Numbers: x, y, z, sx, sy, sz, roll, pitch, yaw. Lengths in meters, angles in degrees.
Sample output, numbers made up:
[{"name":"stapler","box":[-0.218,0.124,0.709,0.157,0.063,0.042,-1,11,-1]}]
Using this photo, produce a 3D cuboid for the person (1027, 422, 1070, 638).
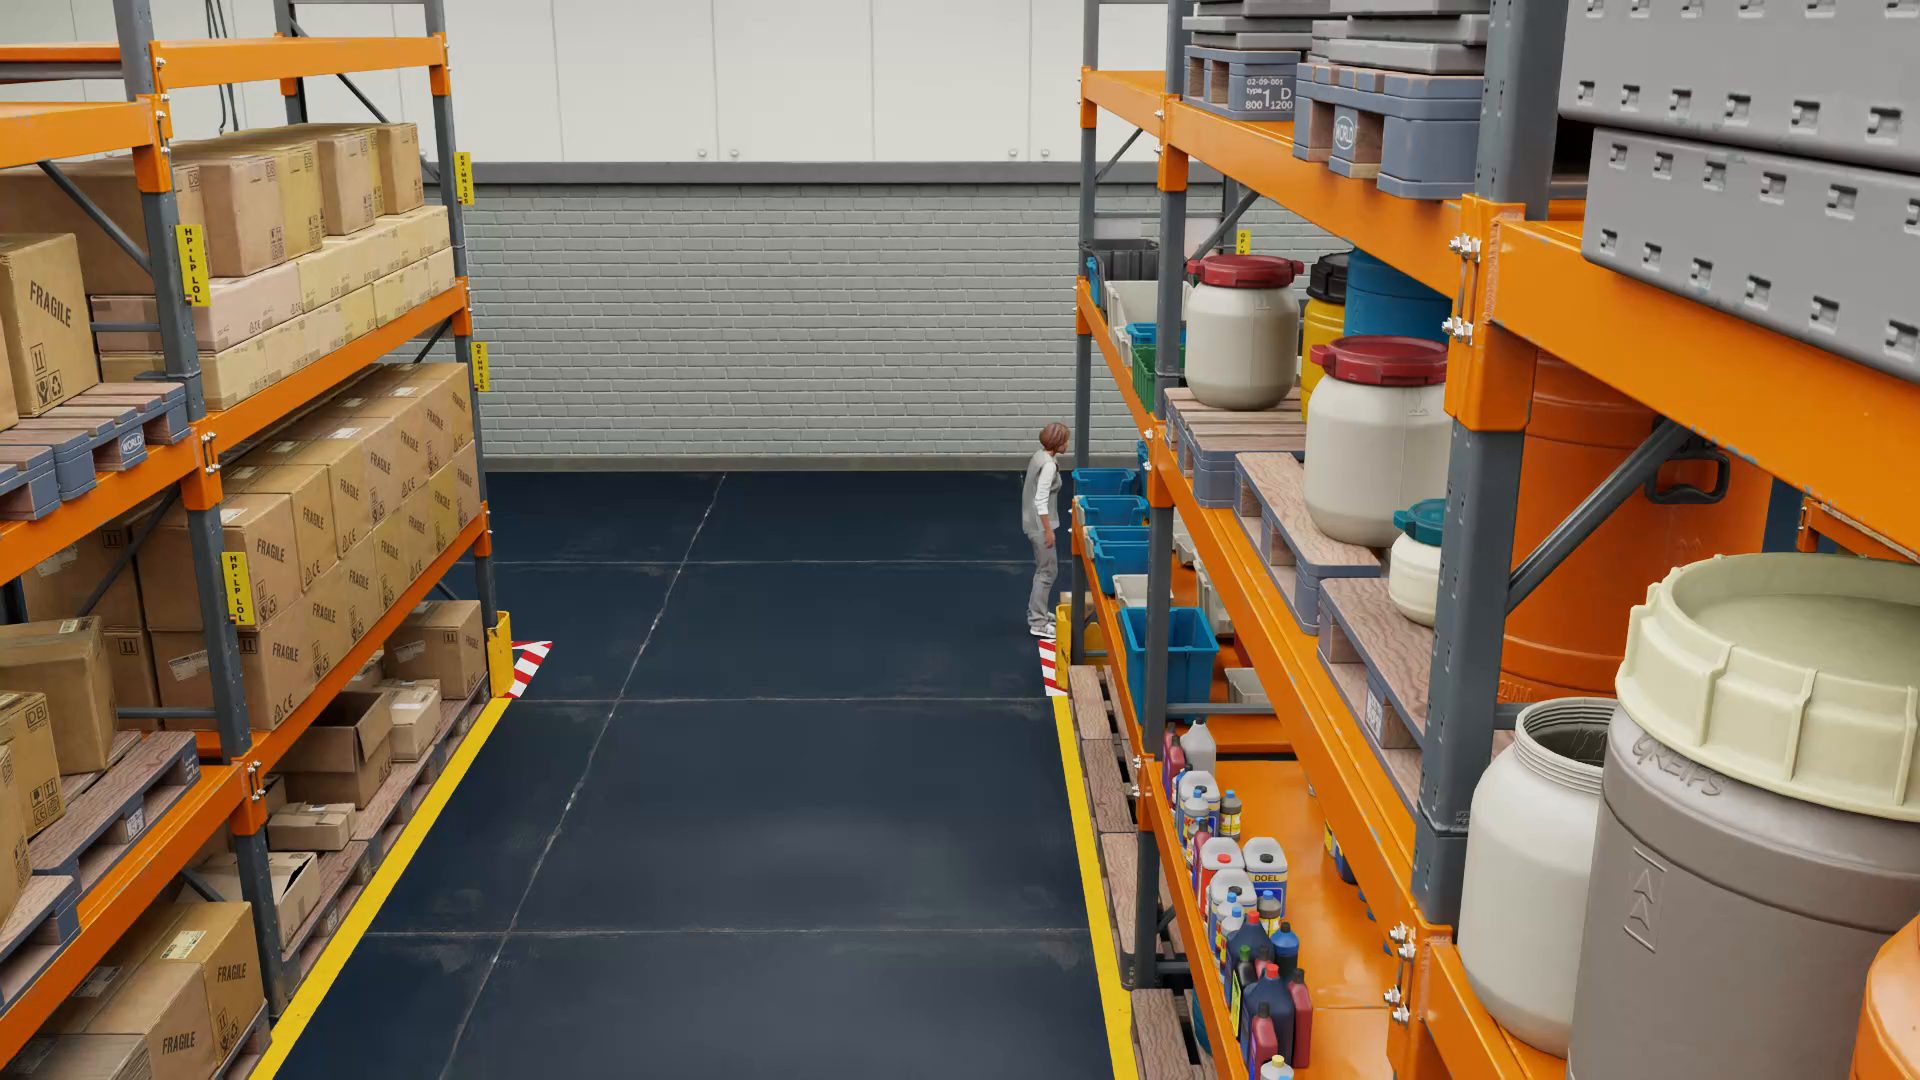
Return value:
[{"name":"person","box":[0.666,-0.089,12.353,0.280,1.592,0.461,0,17,1]}]
